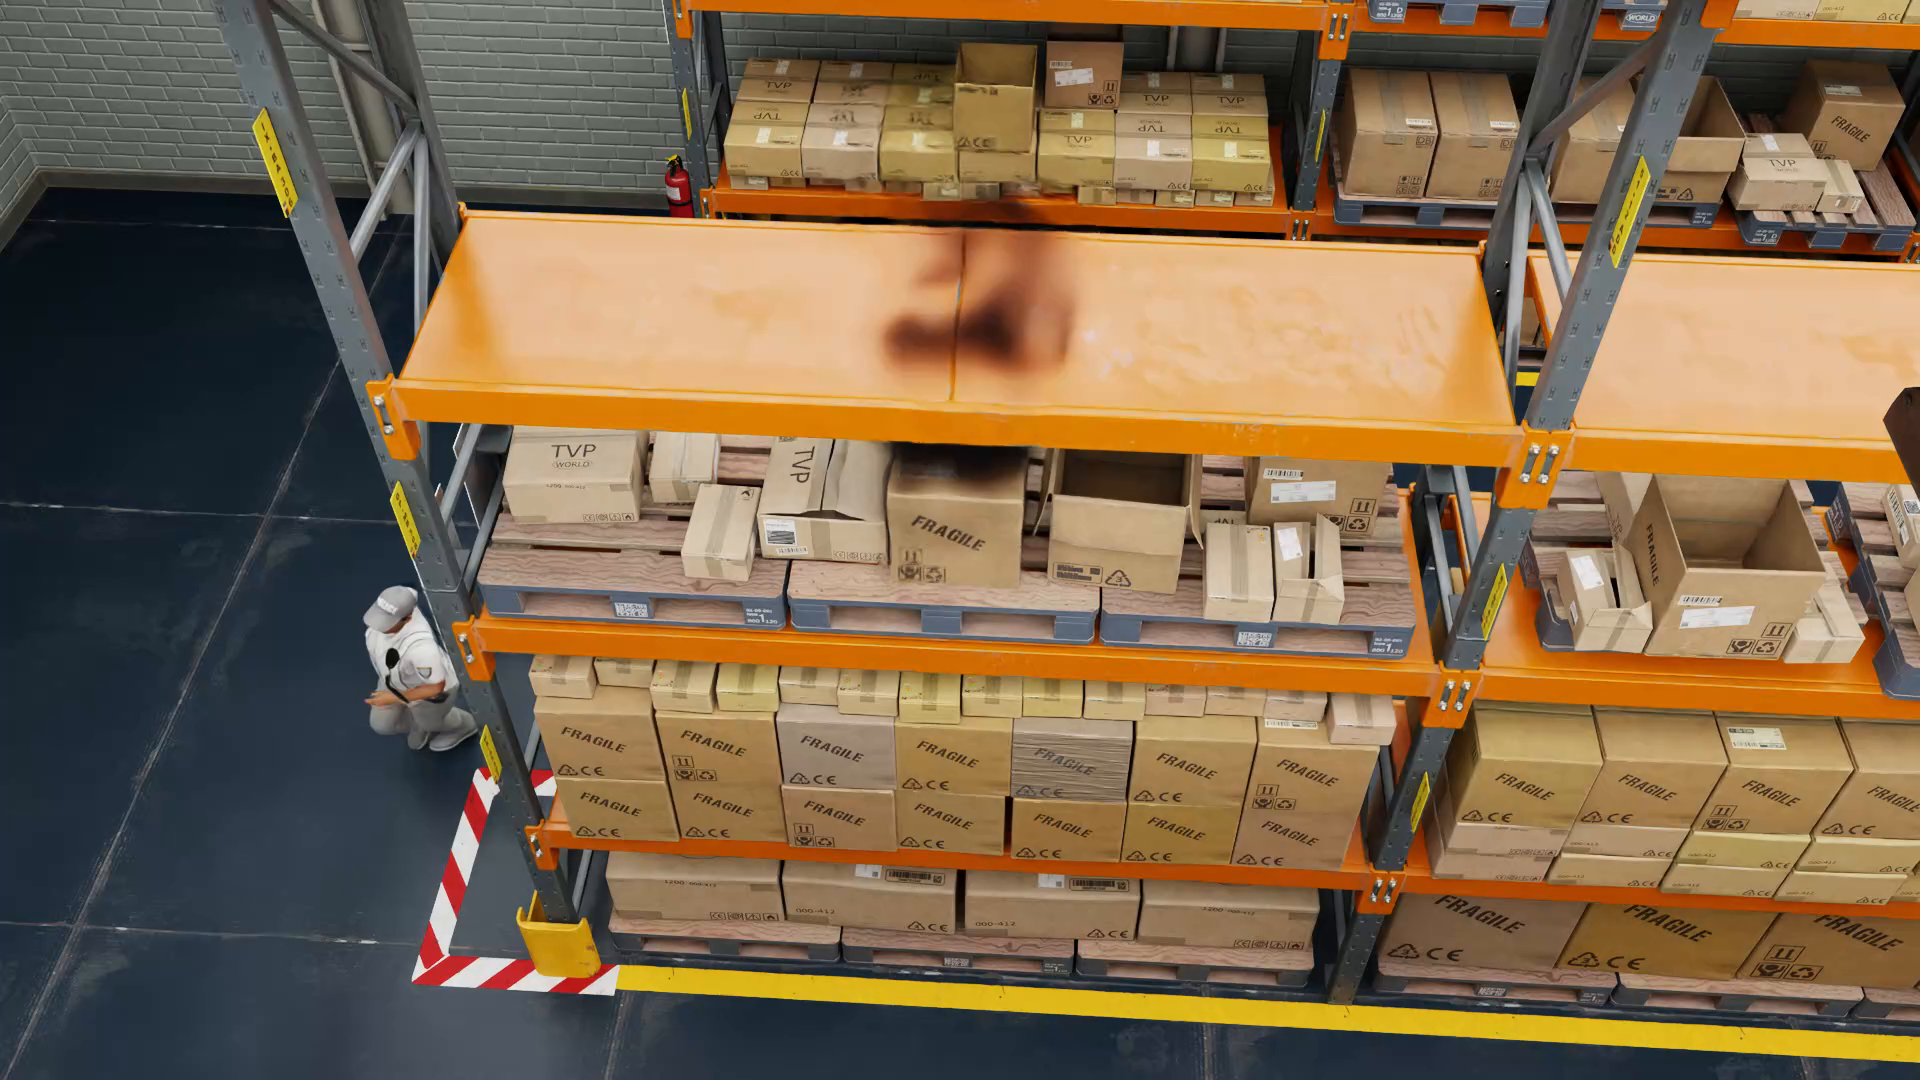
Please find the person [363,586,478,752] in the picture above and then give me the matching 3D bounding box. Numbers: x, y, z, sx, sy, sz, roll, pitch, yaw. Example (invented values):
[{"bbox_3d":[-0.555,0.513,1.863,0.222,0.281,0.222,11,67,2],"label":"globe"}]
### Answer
[{"bbox_3d":[-2.939,0.766,8.966,0.662,1.648,0.587,32,56,26],"label":"person"}]
